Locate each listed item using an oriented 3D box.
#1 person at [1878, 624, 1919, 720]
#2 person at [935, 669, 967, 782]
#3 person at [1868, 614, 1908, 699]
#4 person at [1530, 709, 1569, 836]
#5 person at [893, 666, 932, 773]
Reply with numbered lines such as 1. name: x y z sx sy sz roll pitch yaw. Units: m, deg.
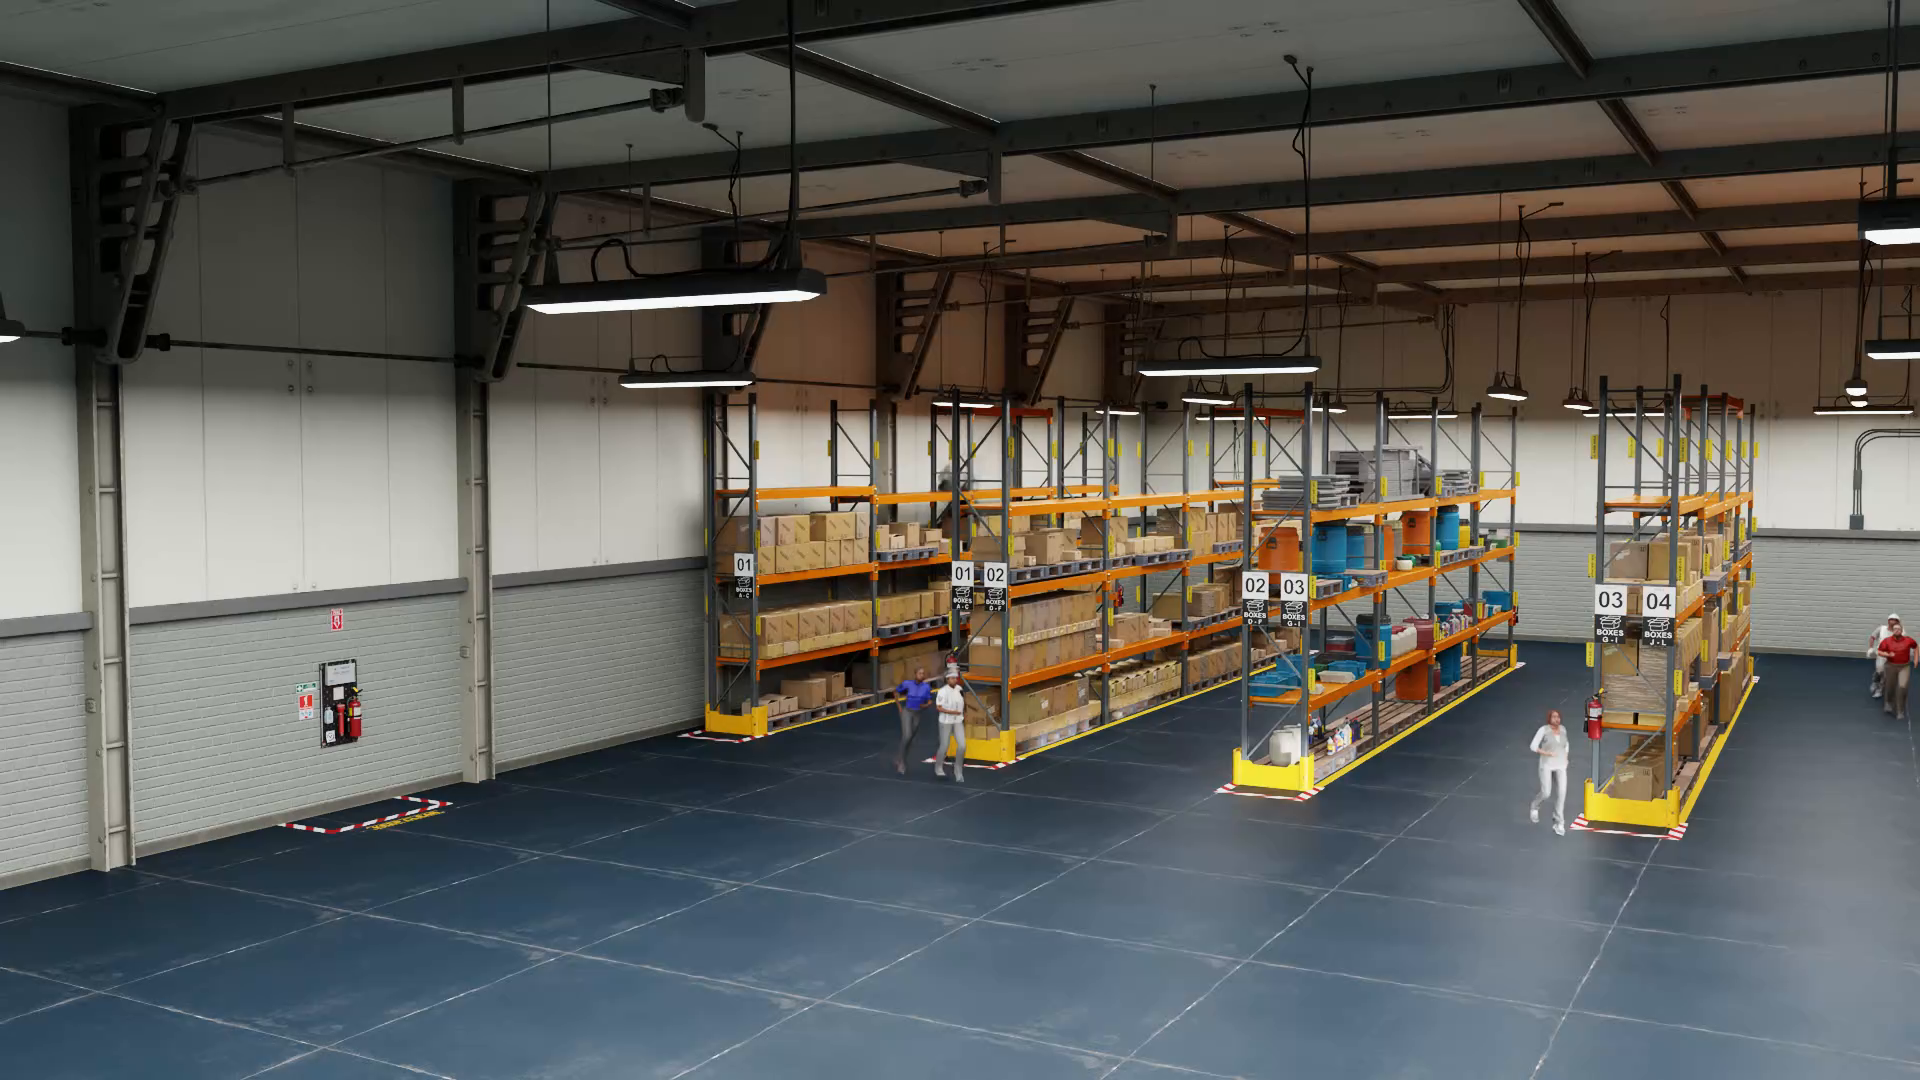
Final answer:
1. person: 17.617 2.461 31.238 0.671 1.781 0.889 2 4 31
2. person: -0.119 2.817 25.210 0.592 1.771 0.736 -2 4 -29
3. person: 18.646 2.344 33.402 0.724 1.718 0.556 2 4 30
4. person: 7.776 3.018 21.875 0.549 1.606 0.792 0 3 -2
5. person: -0.779 2.814 26.167 0.665 1.653 0.688 -2 3 -26
